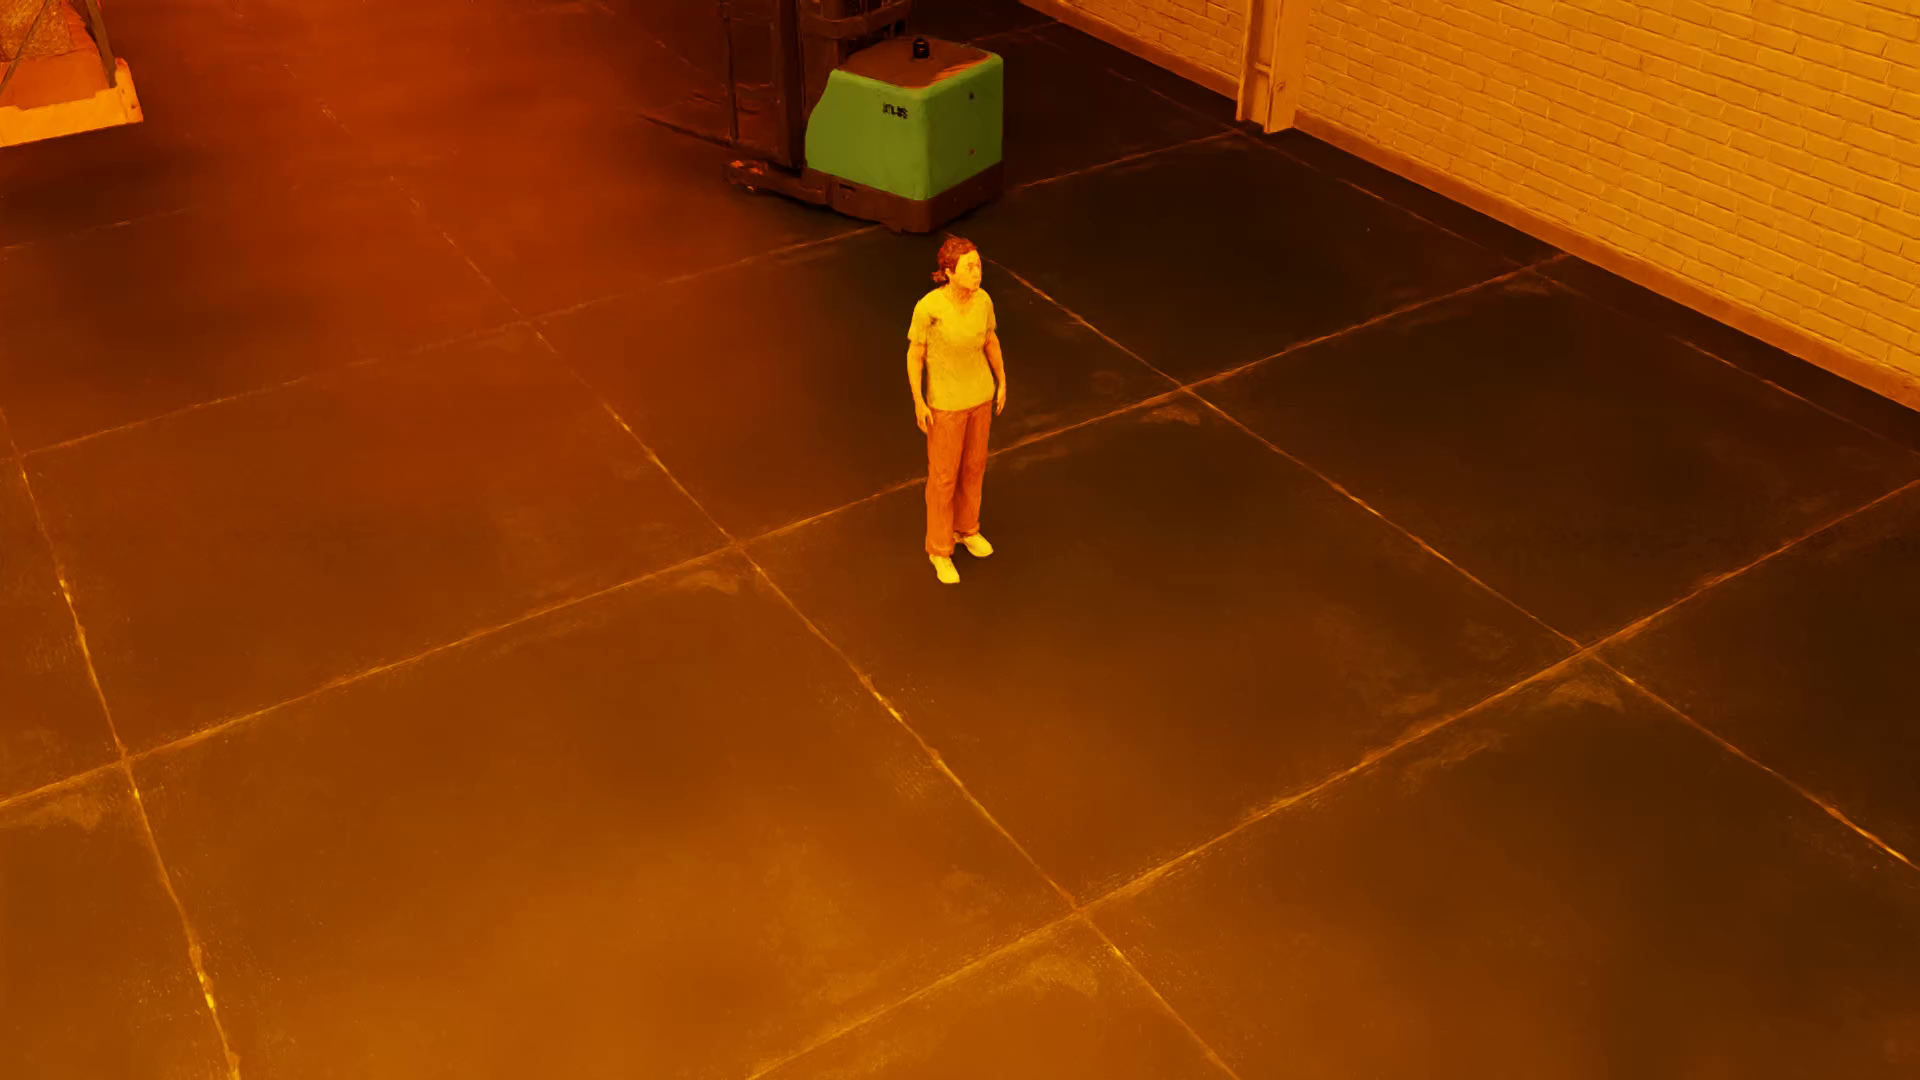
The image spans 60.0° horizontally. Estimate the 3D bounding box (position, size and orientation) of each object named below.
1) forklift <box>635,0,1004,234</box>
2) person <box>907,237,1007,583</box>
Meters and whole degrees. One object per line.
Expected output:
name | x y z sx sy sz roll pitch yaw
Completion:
forklift | -1.160 -4.026 11.877 3.031 2.935 1.130 23 41 29
person | 0.031 -0.652 8.156 0.554 1.674 0.548 -21 40 -27
